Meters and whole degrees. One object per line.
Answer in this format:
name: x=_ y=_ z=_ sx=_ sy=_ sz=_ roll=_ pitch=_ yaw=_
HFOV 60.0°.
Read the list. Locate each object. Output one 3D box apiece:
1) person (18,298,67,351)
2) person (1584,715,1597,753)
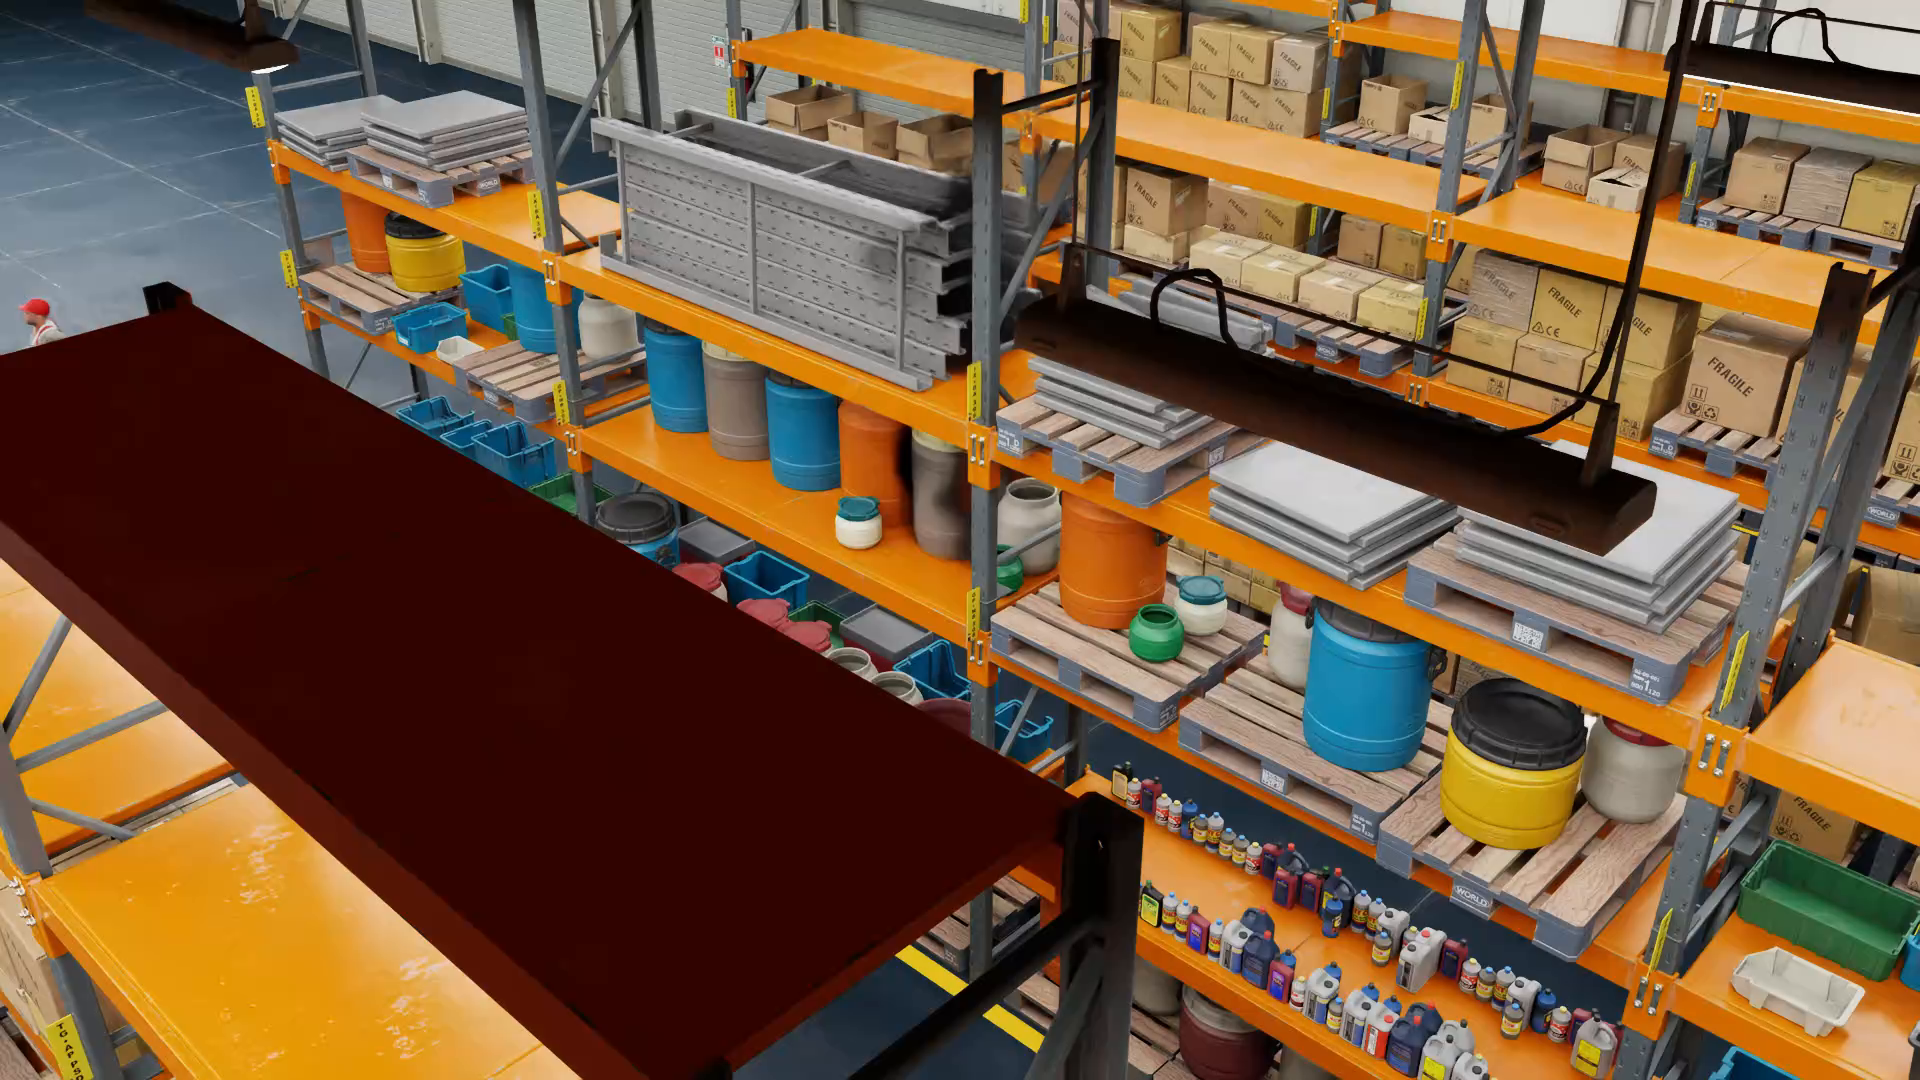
person: x=-9.404 y=-1.683 z=17.391 sx=0.892 sy=1.812 sz=0.640 roll=-12 pitch=32 yaw=-20
person: x=3.948 y=1.880 z=11.032 sx=0.741 sy=1.743 sz=0.637 roll=19 pitch=34 yaw=30
